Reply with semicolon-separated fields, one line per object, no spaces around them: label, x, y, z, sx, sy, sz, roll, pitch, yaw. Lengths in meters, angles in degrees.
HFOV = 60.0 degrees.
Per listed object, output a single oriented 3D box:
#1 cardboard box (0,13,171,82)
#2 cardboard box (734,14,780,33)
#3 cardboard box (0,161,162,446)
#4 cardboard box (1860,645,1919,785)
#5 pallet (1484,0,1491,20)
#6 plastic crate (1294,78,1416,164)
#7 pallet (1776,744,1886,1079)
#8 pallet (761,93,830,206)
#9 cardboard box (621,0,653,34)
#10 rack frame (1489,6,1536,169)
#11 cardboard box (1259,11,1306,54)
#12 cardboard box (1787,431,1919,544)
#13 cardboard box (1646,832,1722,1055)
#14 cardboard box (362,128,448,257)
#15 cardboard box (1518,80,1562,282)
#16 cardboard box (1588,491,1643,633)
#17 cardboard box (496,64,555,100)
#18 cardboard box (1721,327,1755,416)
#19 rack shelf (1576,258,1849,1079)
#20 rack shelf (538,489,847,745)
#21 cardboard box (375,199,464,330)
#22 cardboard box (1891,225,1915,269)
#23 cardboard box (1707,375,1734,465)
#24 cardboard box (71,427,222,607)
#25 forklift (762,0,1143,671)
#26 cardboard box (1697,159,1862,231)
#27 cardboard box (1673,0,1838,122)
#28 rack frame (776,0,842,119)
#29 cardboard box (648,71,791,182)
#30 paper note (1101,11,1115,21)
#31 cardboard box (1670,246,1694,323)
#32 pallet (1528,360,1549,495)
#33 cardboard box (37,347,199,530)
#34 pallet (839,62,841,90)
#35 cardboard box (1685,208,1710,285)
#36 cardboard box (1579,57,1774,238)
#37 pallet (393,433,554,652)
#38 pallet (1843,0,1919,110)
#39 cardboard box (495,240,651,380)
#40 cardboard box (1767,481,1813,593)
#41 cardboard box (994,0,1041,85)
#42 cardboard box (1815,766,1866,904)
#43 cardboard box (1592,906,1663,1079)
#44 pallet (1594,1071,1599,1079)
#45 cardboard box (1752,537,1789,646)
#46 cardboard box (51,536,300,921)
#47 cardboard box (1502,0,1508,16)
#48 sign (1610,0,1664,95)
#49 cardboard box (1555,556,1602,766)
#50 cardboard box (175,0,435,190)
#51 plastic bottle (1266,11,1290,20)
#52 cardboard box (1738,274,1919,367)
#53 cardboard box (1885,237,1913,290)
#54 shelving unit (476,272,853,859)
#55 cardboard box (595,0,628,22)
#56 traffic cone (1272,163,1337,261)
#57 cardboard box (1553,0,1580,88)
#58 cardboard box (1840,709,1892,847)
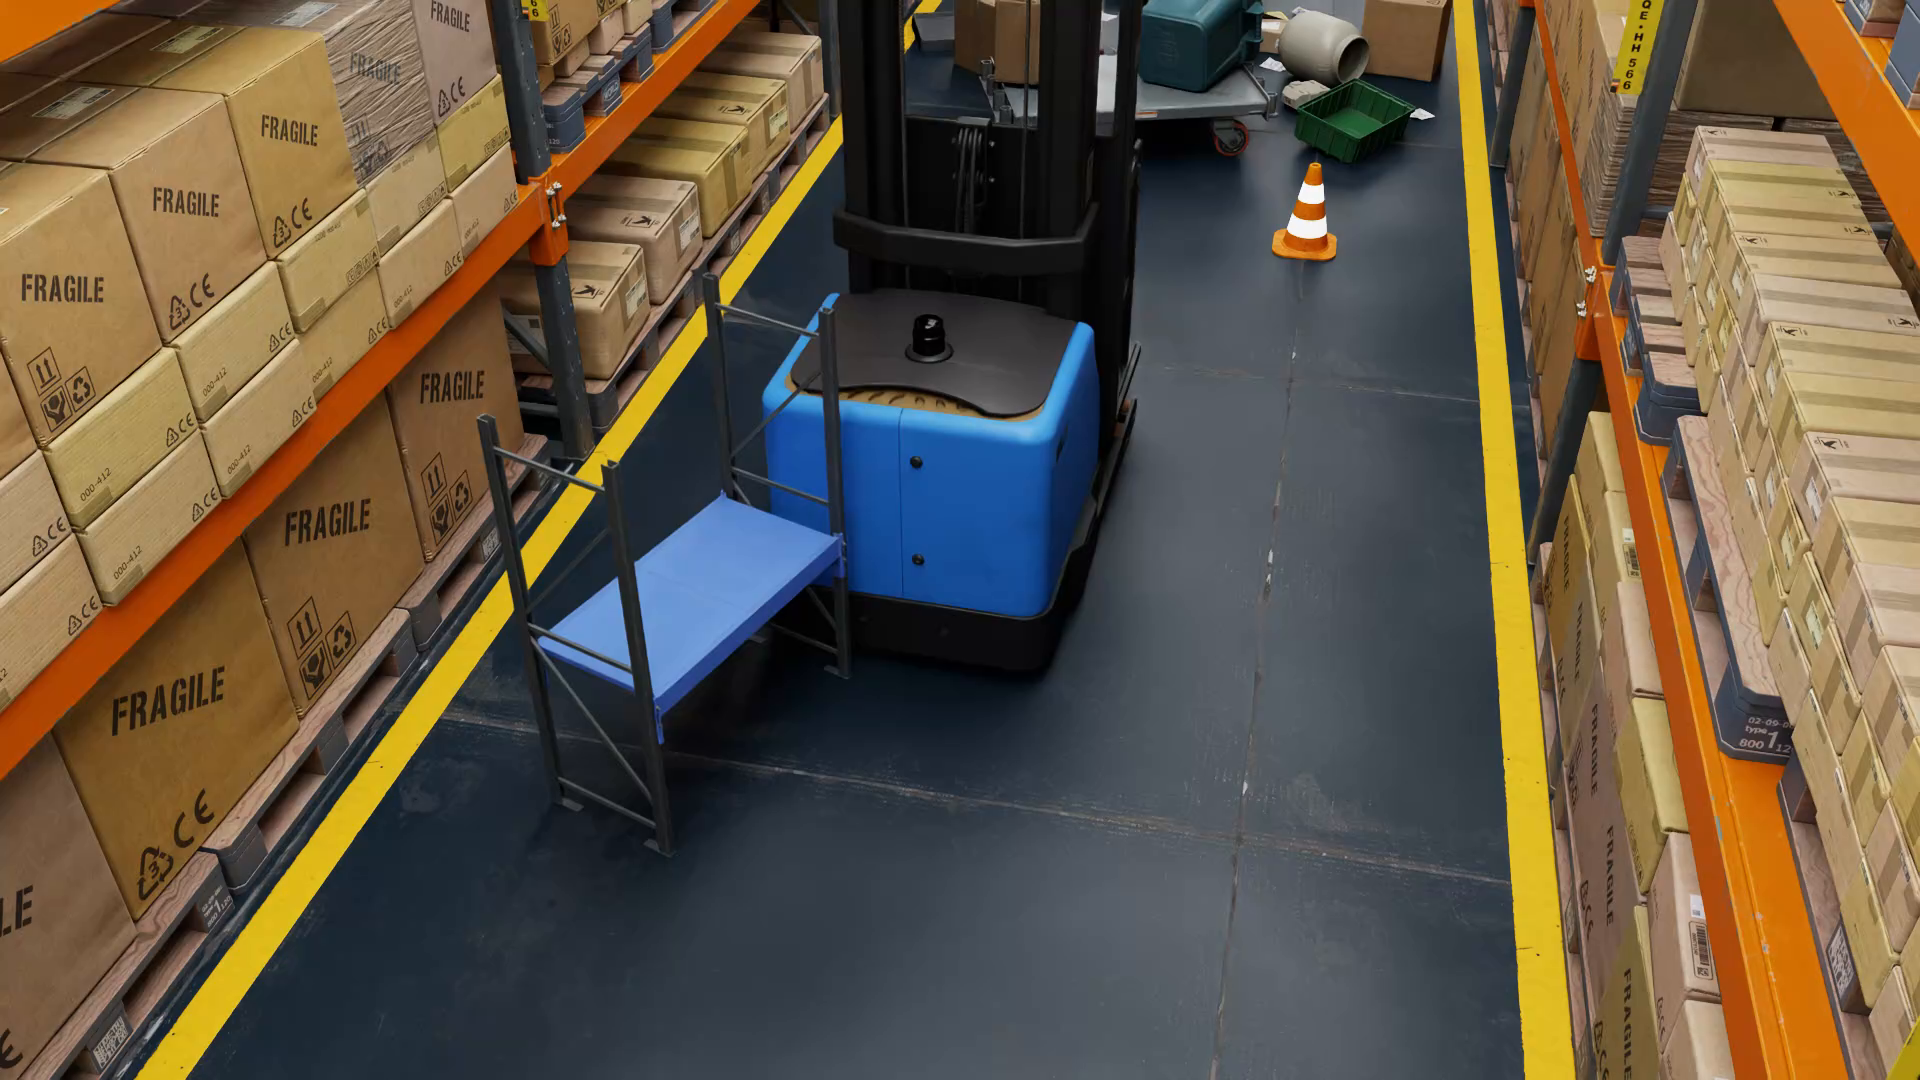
cardboard box;-2.667;-1.256;4.990;0.500;0.500;0.500;8;37;11
cardboard box;-1.383;-3.366;10.823;0.500;0.250;0.500;9;37;12
cardboard box;-2.389;-0.594;4.076;0.500;0.500;0.500;6;36;9
cardboard box;1.911;0.347;3.065;0.380;0.149;0.250;6;36;8
pallet;4.371;-4.070;12.186;1.003;0.211;1.213;7;37;10
plastic crate;2.368;-2.523;10.022;0.450;0.188;0.662;36;48;26
pallet;2.207;0.870;3.157;1.003;0.211;1.213;7;37;10
pallet;-1.411;-2.361;9.828;1.003;0.211;1.213;7;37;10
cardboard box;-1.574;-2.339;7.277;0.380;0.149;0.250;8;37;10
rack frame;3.611;-3.374;8.849;1.000;3.000;0.127;7;37;10
cardboard box;2.179;-3.483;11.330;0.396;0.266;0.258;14;38;18
cardboard box;2.076;-0.099;3.679;0.380;0.149;0.250;6;36;8
cardboard box;1.937;0.999;3.949;0.500;0.250;0.500;9;37;12
cardboard box;-2.062;-1.181;5.525;0.500;0.250;0.500;6;36;9
cardboard box;3.356;-1.713;8.117;1.050;0.750;0.750;7;37;10
cardboard box;2.264;0.113;5.171;0.500;0.250;0.500;7;37;9
cardboard box;-1.850;-1.875;6.637;0.380;0.149;0.250;5;36;7
cardboard box;2.240;-0.421;4.378;0.380;0.149;0.250;7;37;10
rack shelf;2.329;0.357;4.314;1.077;0.370;4.000;7;37;10
rack shelf;-0.875;0.223;5.471;0.538;0.185;1.000;19;40;25
cardboard box;-2.049;-0.965;5.654;0.500;0.250;0.500;8;37;11
cardboard box;3.096;-0.929;5.079;0.380;0.149;0.250;8;37;11
cardboard box;2.238;-0.302;4.466;0.380;0.149;0.250;8;37;11
cardboard box;-2.369;-0.097;4.456;0.500;0.250;0.500;7;37;10
forklift;0.163;-1.579;6.431;1.130;2.935;3.031;8;37;11
cardboard box;2.414;-0.995;4.916;0.380;0.149;0.250;6;36;9
cardboard box;2.862;-1.782;5.716;0.700;0.500;0.500;7;37;10
rack frame;-1.247;-3.937;9.626;1.000;3.000;0.127;7;37;10
cardboard box;-1.506;-2.329;9.289;0.950;0.372;0.625;10;37;13
paper note;1.023;-3.763;11.926;0.148;0.019;0.142;20;41;26
cardboard box;2.406;-0.764;5.105;0.380;0.149;0.250;9;37;12
pallet;2.998;-0.394;7.114;1.003;0.211;1.213;7;37;10
cardboard box;-2.368;-0.297;4.306;0.500;0.250;0.500;8;37;11
pallet;-1.138;-3.197;10.981;1.003;0.211;1.213;7;37;10
cardboard box;2.401;-0.862;4.986;0.380;0.149;0.250;9;37;12
cardboard box;2.590;-1.413;6.059;0.500;0.500;0.500;7;37;10
pallet;-2.343;-0.072;6.669;1.003;0.211;1.213;7;37;10
pallet;2.357;-0.862;2.987;1.213;0.211;1.003;7;37;10
cardboard box;-1.970;-1.072;7.555;0.950;0.372;0.625;5;36;7
cardboard box;2.072;0.015;3.777;0.380;0.149;0.250;7;37;10
cardboard box;0.499;-3.025;9.853;0.500;0.500;0.500;7;37;10
cardboard box;1.903;0.600;3.222;0.380;0.149;0.250;7;37;10
cardboard box;1.924;1.304;4.166;0.500;0.500;0.500;6;36;9
pallet;2.067;1.895;3.956;1.003;0.211;1.213;7;37;10
cardboard box;2.069;0.144;3.851;0.380;0.149;0.250;9;37;12
cardboard box;-2.716;0.456;5.018;0.875;0.875;0.875;8;37;11
cardboard box;4.199;-4.075;11.269;0.875;0.875;0.875;7;36;9
sign;2.214;-1.617;5.439;0.100;0.325;0.005;7;37;10
cardboard box;2.252;0.423;5.382;0.500;0.500;0.500;8;37;11
cardboard box;-2.057;-1.464;5.277;0.500;0.500;0.500;8;37;11
plastic bottle;2.255;-3.659;11.747;0.133;0.061;0.283;-5;36;-6
cardboard box;2.244;-0.548;4.299;0.380;0.149;0.250;9;37;12
cardboard box;3.100;-0.809;5.166;0.380;0.149;0.250;8;37;11
shelving unit;-0.875;0.077;5.365;0.538;1.500;1.048;19;40;25
cardboard box;-1.674;-2.503;6.951;0.500;0.500;0.500;9;37;12
traffic cone;1.849;-1.767;8.794;0.336;0.463;0.334;7;37;10
cardboard box;2.910;-2.280;7.255;0.500;0.500;0.500;8;37;11
cardboard box;1.905;0.478;3.138;0.380;0.149;0.250;9;37;12
